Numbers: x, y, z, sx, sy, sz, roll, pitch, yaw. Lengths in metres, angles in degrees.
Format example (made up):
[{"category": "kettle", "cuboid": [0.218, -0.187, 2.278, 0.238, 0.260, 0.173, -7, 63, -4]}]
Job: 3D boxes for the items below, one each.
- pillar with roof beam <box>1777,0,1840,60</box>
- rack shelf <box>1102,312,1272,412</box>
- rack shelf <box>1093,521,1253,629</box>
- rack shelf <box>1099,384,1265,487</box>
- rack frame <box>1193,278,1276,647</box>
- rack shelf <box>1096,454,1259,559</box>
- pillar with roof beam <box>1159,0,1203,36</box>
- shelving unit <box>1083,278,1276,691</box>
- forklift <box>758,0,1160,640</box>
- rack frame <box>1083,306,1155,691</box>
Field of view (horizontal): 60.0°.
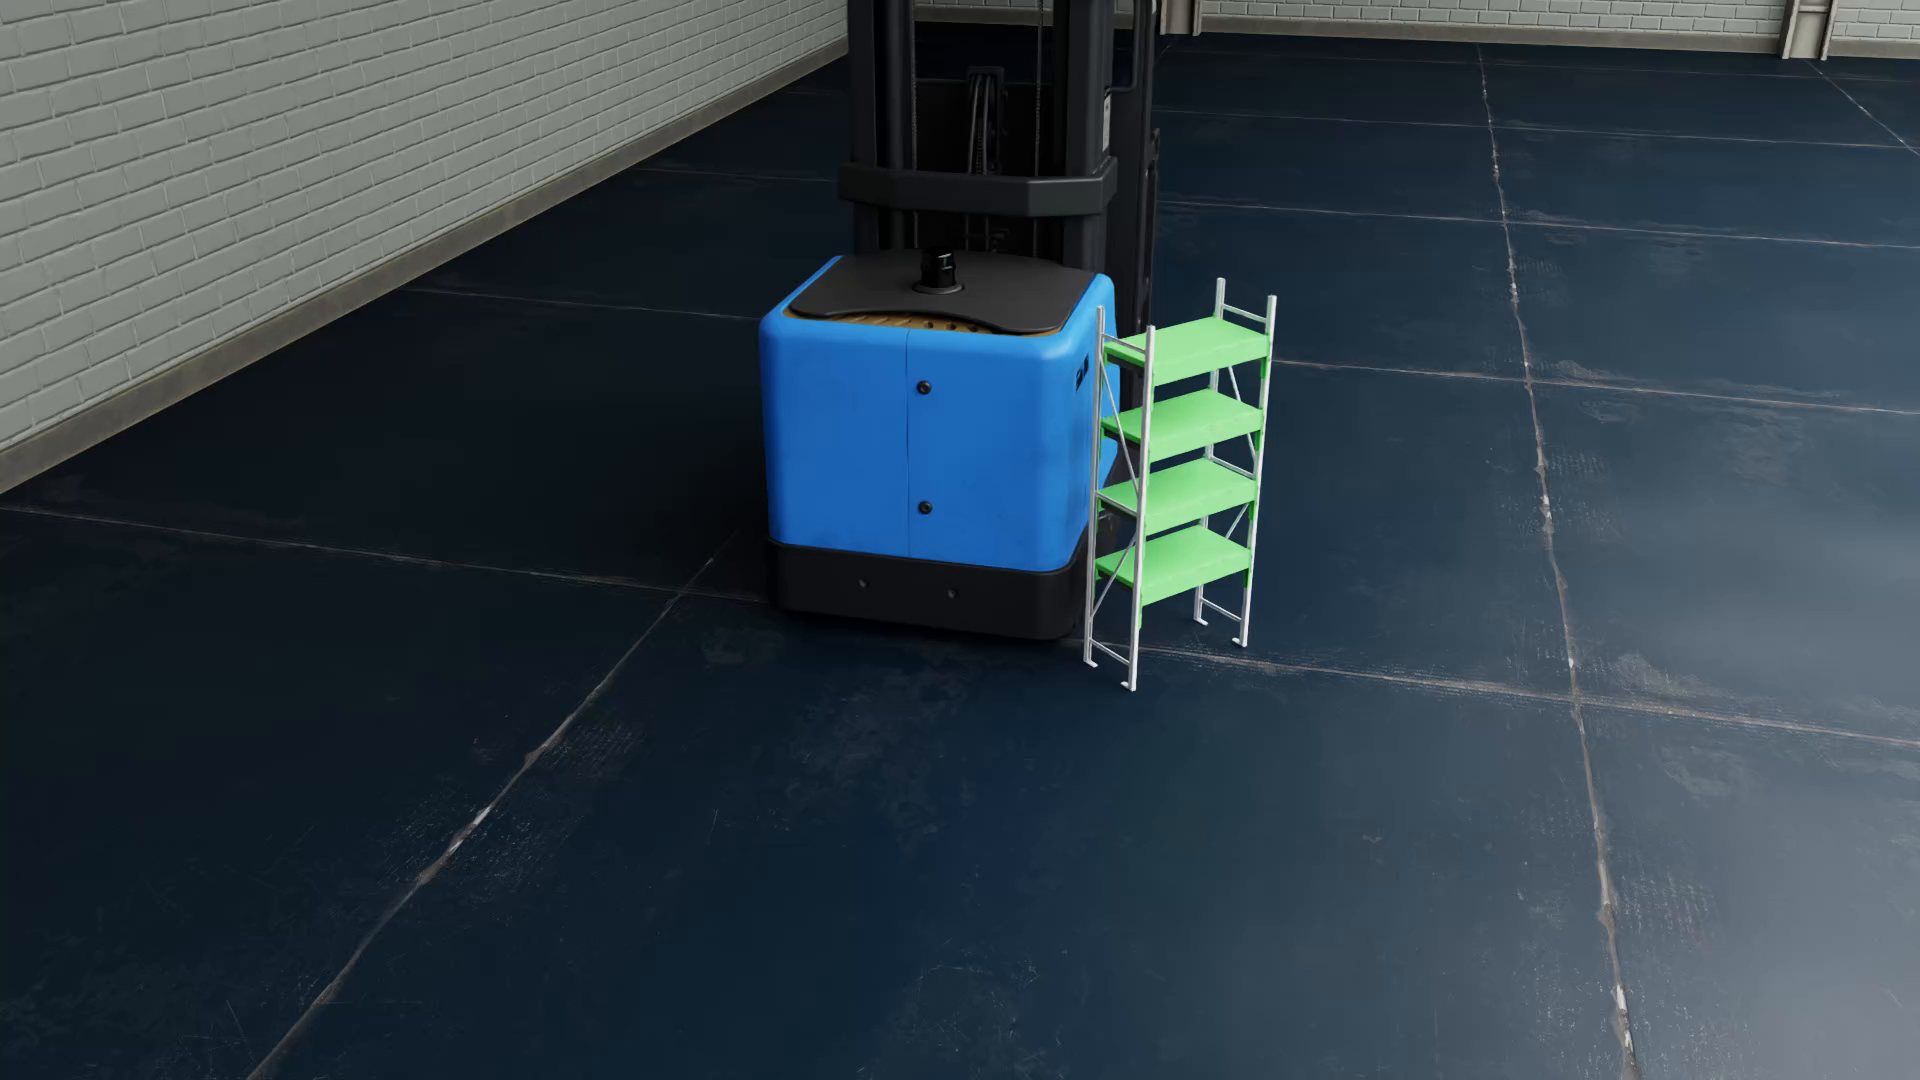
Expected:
[{"category": "pillar with roof beam", "cuboid": [7.044, -6.935, 10.348, 0.400, 9.000, 9.100, 6, 26, 13]}, {"category": "rack shelf", "cuboid": [0.677, -0.544, 5.028, 0.480, 0.148, 0.258, -17, 31, -32]}, {"category": "rack shelf", "cuboid": [0.676, 0.106, 5.339, 0.480, 0.148, 0.258, -17, 31, -32]}, {"category": "rack shelf", "cuboid": [0.676, -0.327, 5.132, 0.480, 0.148, 0.258, -17, 31, -32]}, {"category": "rack frame", "cuboid": [0.874, -0.230, 5.337, 0.015, 1.200, 0.240, -17, 31, -32]}, {"category": "rack shelf", "cuboid": [0.676, -0.111, 5.235, 0.480, 0.148, 0.258, -17, 31, -32]}, {"category": "pillar with roof beam", "cuboid": [1.233, -7.577, 11.697, 0.400, 9.000, 9.100, 6, 26, 13]}, {"category": "shelving unit", "cuboid": [0.676, -0.168, 5.207, 0.503, 1.200, 0.258, -17, 31, -32]}, {"category": "forklift", "cuboid": [0.204, -1.610, 6.221, 1.130, 2.935, 3.031, 6, 26, 13]}, {"category": "rack frame", "cuboid": [0.479, -0.107, 5.078, 0.015, 1.200, 0.240, -17, 31, -32]}]
